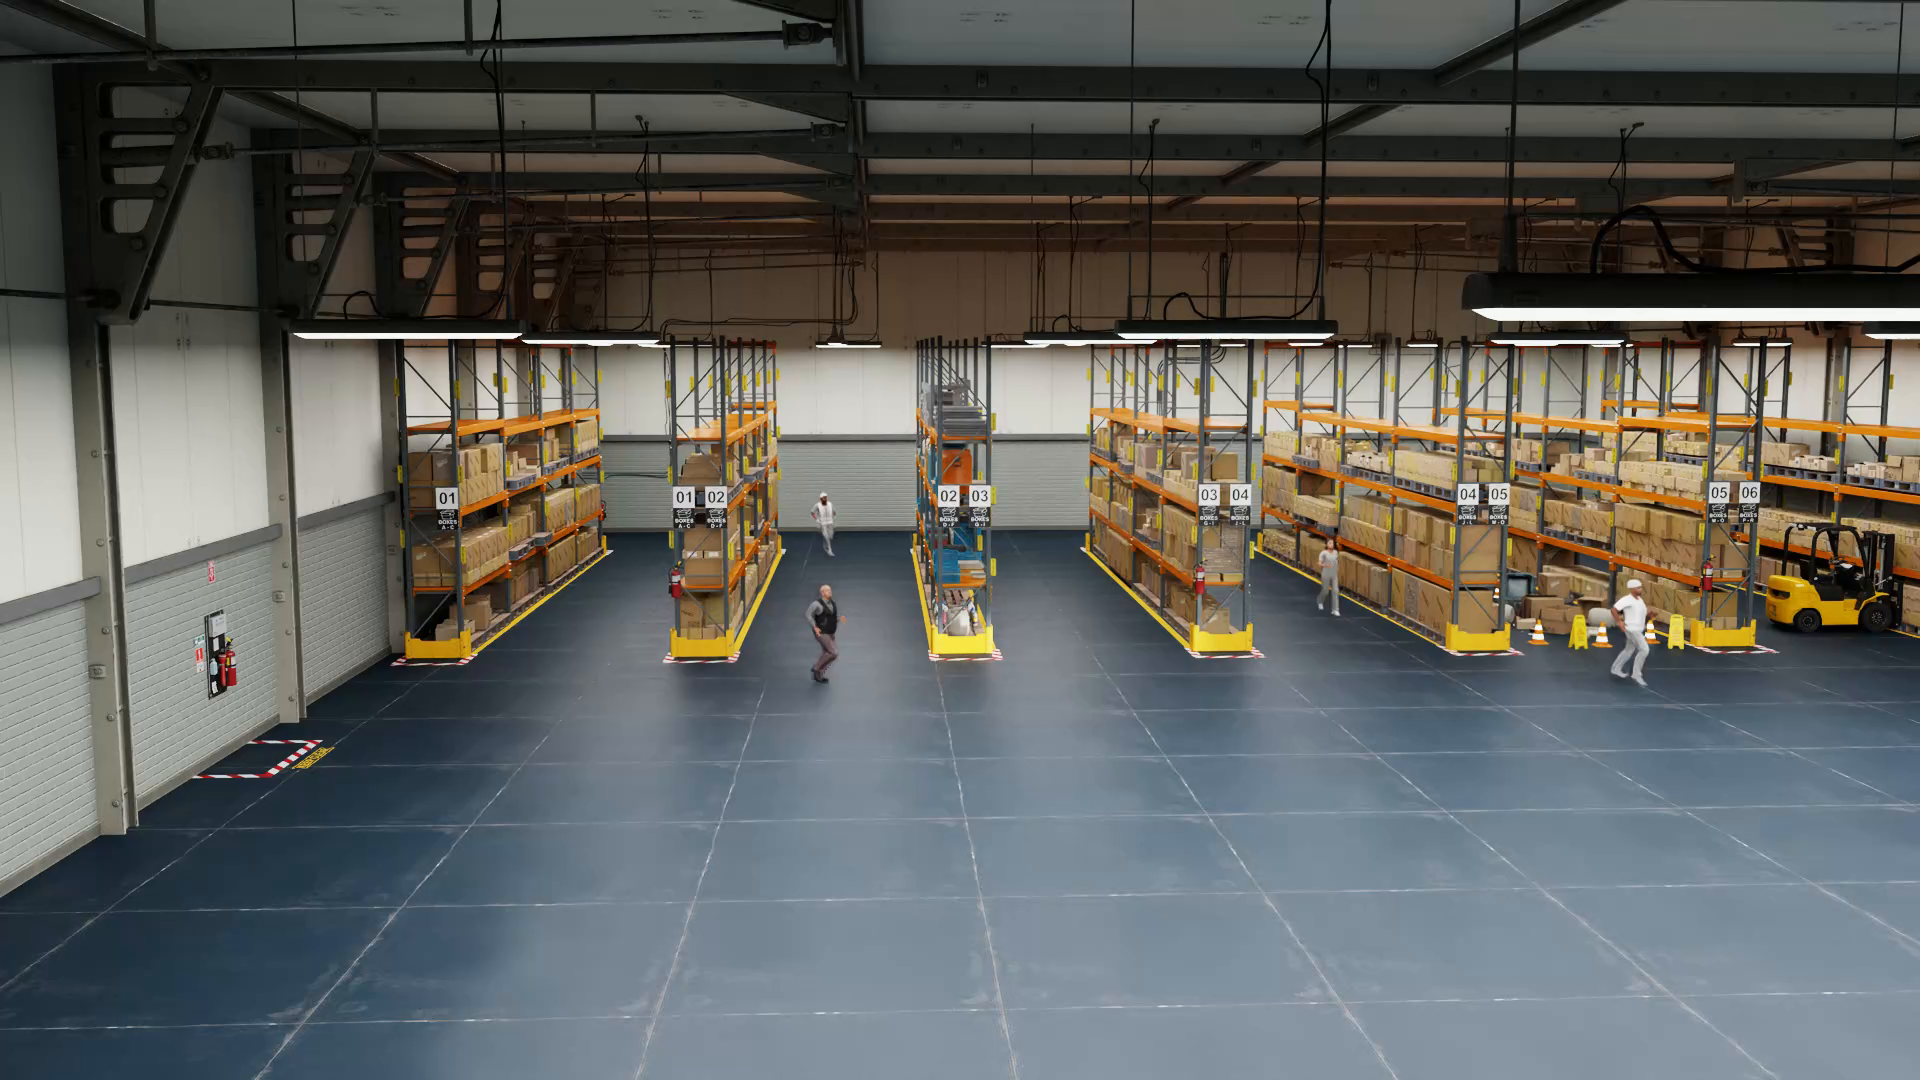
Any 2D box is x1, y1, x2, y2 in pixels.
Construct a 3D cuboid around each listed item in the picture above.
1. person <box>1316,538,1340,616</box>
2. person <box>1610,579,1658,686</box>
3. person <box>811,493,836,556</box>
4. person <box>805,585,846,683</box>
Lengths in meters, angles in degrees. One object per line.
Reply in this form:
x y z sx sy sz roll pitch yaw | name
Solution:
7.993 0.776 35.974 0.556 1.639 0.990 -1 7 -12 | person
11.644 1.592 28.737 0.764 1.832 0.674 5 8 38 | person
-3.823 -0.447 46.738 0.694 1.763 0.806 -3 7 -28 | person
-2.276 1.619 28.716 0.629 1.690 0.641 4 7 30 | person
